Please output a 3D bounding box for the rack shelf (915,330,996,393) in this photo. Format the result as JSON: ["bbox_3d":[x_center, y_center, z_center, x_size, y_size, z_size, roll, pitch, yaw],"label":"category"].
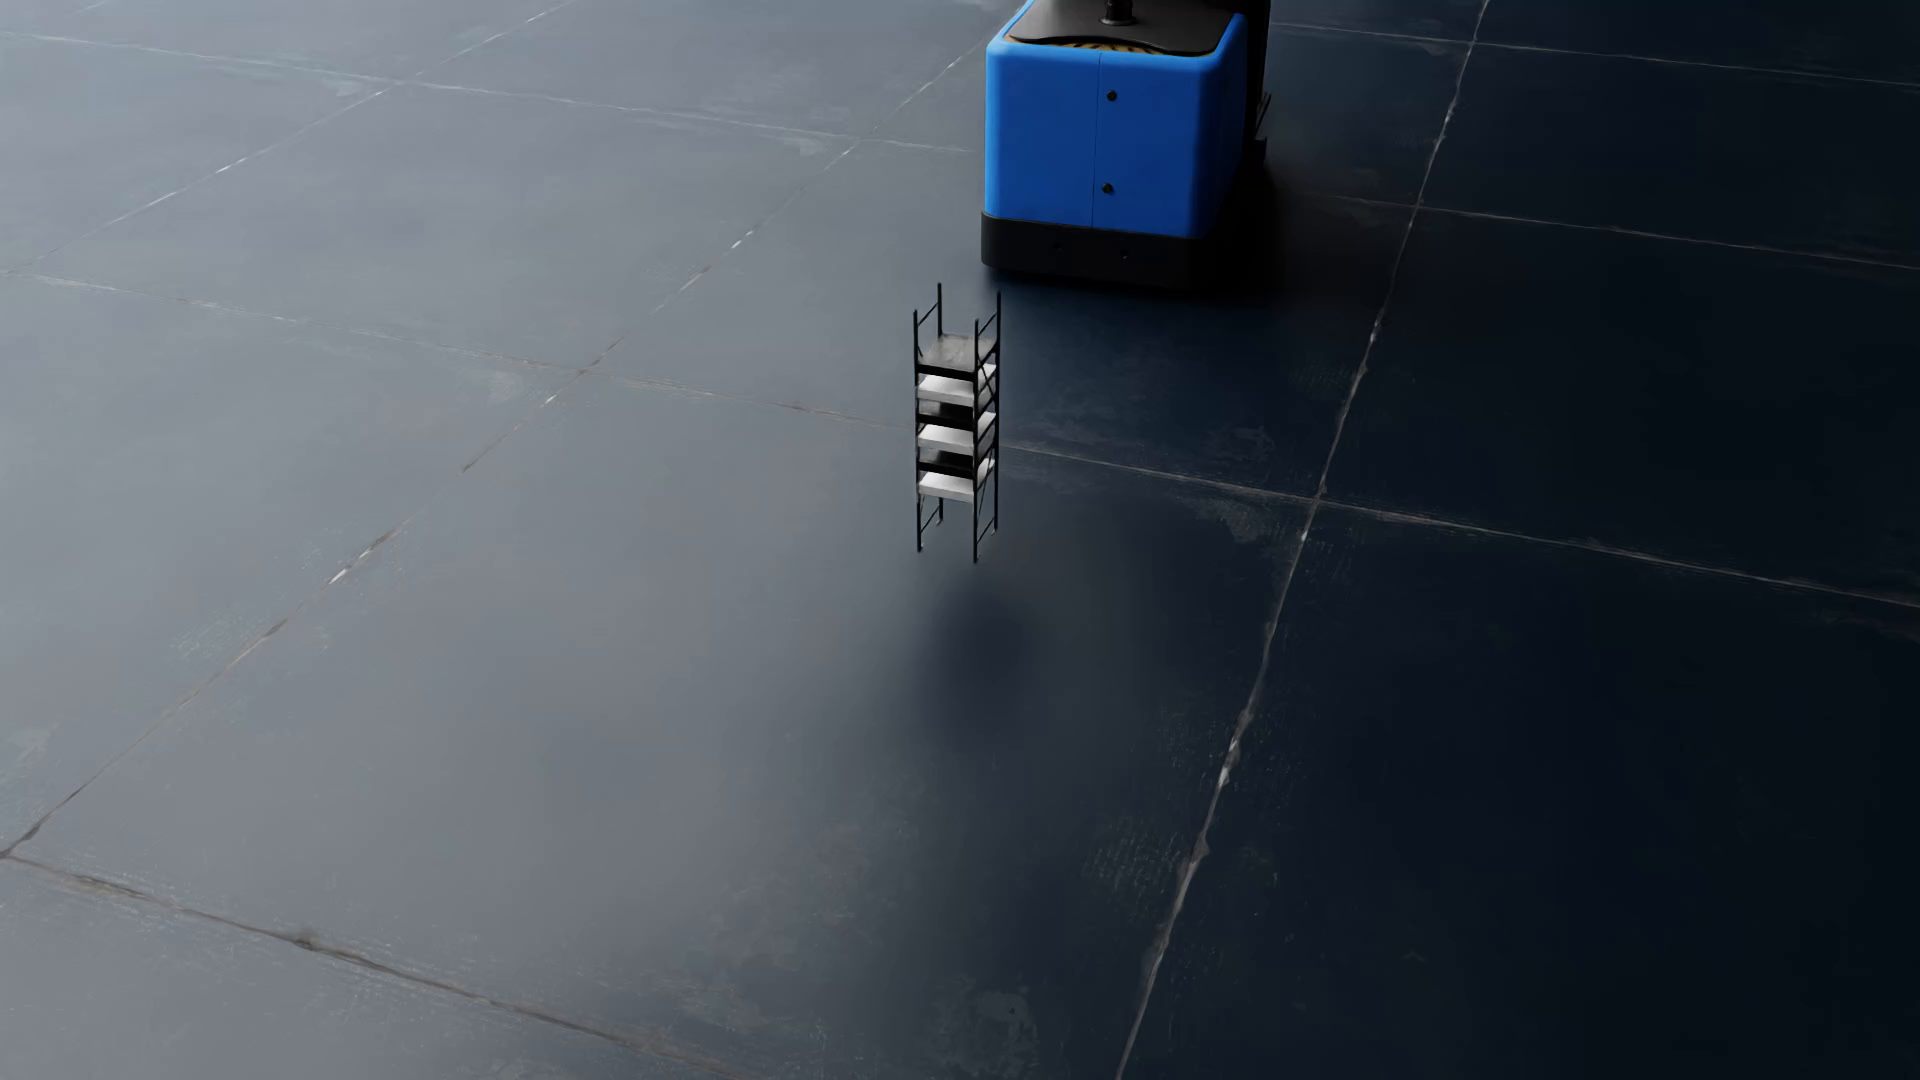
[{"bbox_3d":[-0.008,-0.578,5.380,0.200,0.077,0.258,11,34,16],"label":"rack shelf"}]

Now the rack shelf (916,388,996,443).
[{"bbox_3d":[-0.008,-0.427,5.477,0.200,0.077,0.258,11,34,16],"label":"rack shelf"}]

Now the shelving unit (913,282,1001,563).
[{"bbox_3d":[-0.008,-0.380,5.508,0.210,0.900,0.258,11,34,16],"label":"shelving unit"}]

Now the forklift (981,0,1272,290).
[{"bbox_3d":[0.989,-3.126,7.890,1.130,2.935,3.031,9,34,13],"label":"forklift"}]

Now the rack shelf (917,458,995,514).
[{"bbox_3d":[-0.008,-0.200,5.624,0.200,0.077,0.258,11,34,16],"label":"rack shelf"}]

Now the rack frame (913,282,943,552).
[{"bbox_3d":[-0.103,-0.398,5.537,0.006,0.900,0.240,11,34,16],"label":"rack frame"}]

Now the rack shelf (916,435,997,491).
[{"bbox_3d":[-0.008,-0.276,5.575,0.200,0.077,0.258,11,34,16],"label":"rack shelf"}]

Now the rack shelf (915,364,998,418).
[{"bbox_3d":[-0.008,-0.503,5.429,0.200,0.077,0.258,11,34,16],"label":"rack shelf"}]

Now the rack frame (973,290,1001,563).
[{"bbox_3d":[0.088,-0.361,5.479,0.006,0.900,0.240,11,34,16],"label":"rack frame"}]

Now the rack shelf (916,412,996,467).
[{"bbox_3d":[-0.008,-0.352,5.526,0.200,0.077,0.258,11,34,16],"label":"rack shelf"}]
